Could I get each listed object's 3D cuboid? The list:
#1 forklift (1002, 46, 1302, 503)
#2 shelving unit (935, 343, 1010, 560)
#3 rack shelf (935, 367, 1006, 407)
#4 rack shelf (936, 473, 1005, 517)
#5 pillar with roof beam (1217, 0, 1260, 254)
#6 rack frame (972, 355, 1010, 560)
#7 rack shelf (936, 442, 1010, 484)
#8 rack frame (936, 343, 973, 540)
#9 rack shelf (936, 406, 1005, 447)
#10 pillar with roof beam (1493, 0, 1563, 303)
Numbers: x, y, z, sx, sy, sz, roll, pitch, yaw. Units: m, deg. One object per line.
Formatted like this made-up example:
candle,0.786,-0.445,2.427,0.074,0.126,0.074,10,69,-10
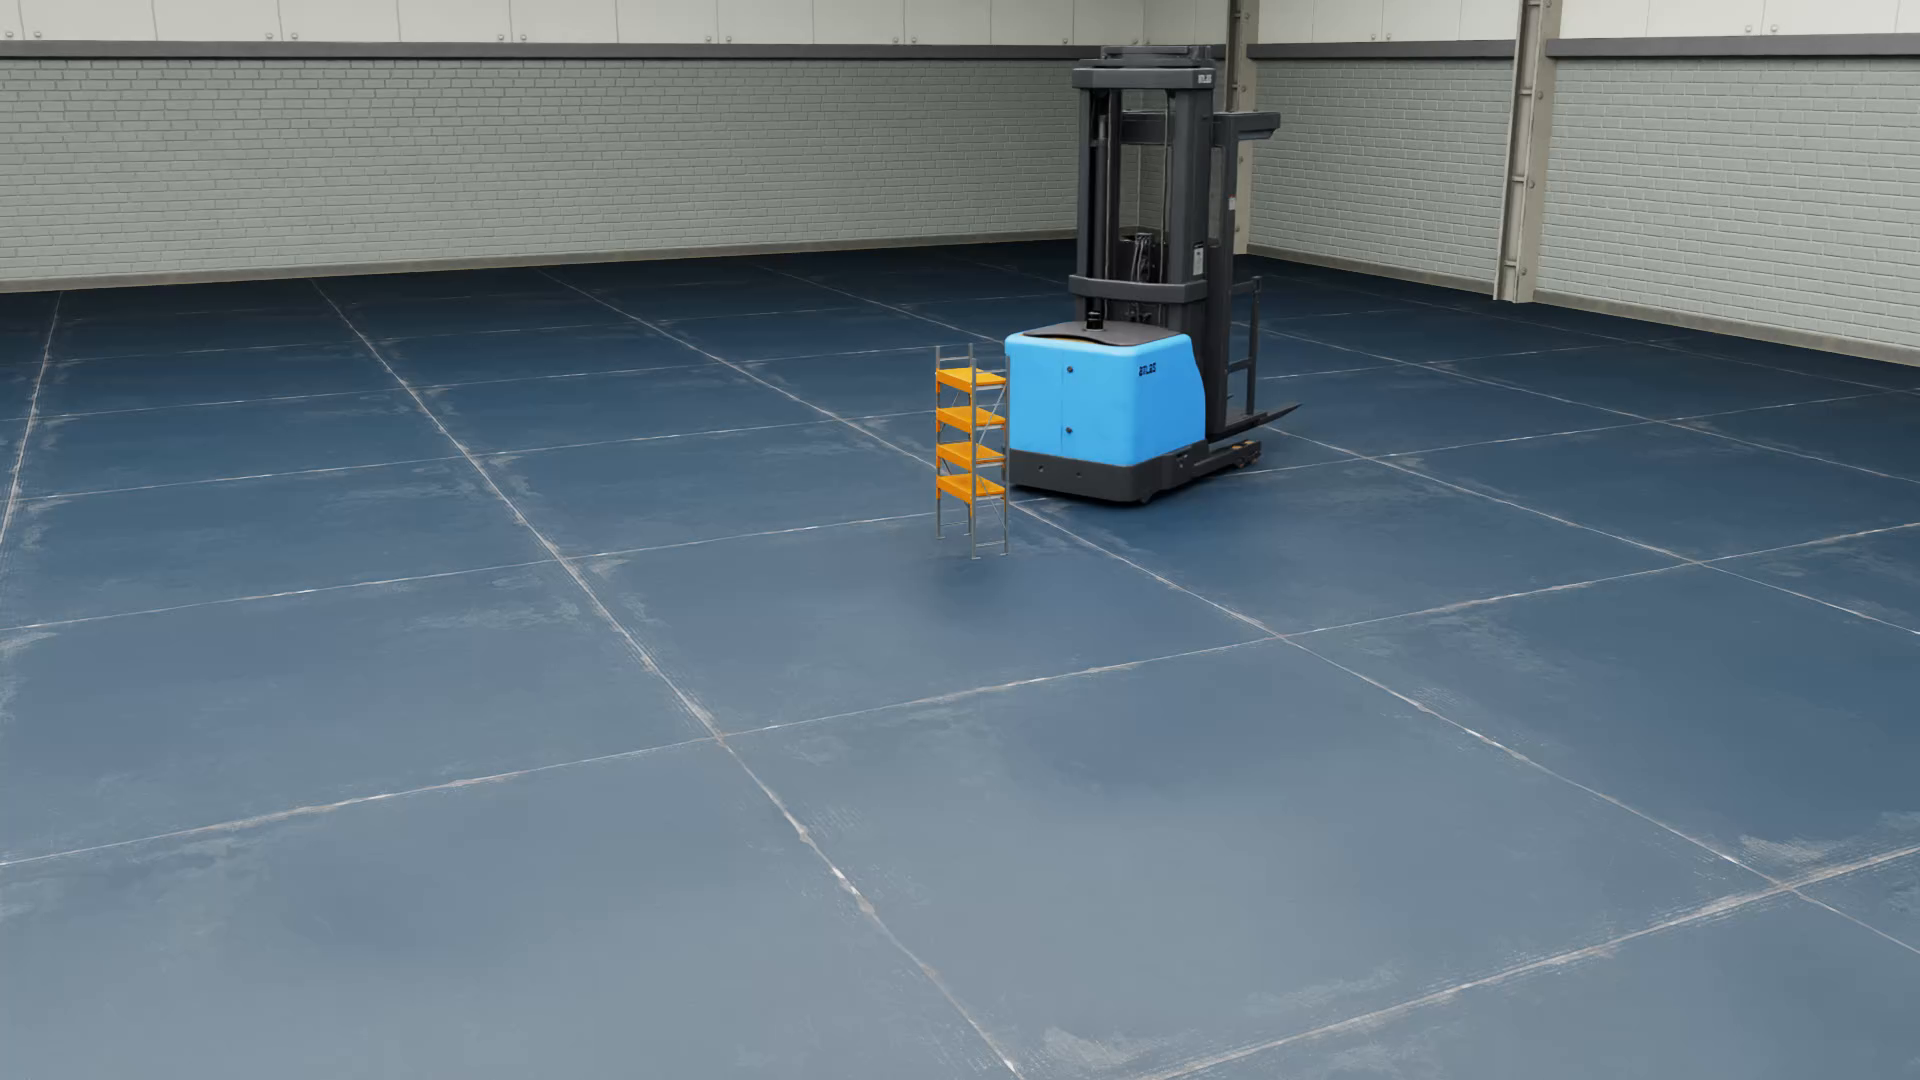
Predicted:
forklift,1.560,-1.999,11.902,1.130,2.935,3.031,11,20,34
shelving unit,0.073,-0.536,9.942,0.258,1.200,0.503,-8,18,-25
rack shelf,0.073,-0.913,9.834,0.258,0.148,0.480,-8,18,-25
rack shelf,0.073,-0.280,10.015,0.258,0.148,0.480,-8,18,-25
pillar with roof beam,0.353,-8.258,22.714,9.100,9.000,0.400,-8,18,-25
rack frame,0.179,-0.475,9.731,0.240,1.200,0.015,-8,18,-25
rack shelf,0.073,-0.471,9.961,0.258,0.148,0.480,-8,18,-25
rack frame,-0.034,-0.596,10.153,0.240,1.200,0.015,-8,18,-25
rack shelf,0.073,-0.686,9.899,0.258,0.148,0.480,-8,18,-25
pillar with roof beam,2.982,-6.771,17.530,9.100,9.000,0.400,-8,18,-25
